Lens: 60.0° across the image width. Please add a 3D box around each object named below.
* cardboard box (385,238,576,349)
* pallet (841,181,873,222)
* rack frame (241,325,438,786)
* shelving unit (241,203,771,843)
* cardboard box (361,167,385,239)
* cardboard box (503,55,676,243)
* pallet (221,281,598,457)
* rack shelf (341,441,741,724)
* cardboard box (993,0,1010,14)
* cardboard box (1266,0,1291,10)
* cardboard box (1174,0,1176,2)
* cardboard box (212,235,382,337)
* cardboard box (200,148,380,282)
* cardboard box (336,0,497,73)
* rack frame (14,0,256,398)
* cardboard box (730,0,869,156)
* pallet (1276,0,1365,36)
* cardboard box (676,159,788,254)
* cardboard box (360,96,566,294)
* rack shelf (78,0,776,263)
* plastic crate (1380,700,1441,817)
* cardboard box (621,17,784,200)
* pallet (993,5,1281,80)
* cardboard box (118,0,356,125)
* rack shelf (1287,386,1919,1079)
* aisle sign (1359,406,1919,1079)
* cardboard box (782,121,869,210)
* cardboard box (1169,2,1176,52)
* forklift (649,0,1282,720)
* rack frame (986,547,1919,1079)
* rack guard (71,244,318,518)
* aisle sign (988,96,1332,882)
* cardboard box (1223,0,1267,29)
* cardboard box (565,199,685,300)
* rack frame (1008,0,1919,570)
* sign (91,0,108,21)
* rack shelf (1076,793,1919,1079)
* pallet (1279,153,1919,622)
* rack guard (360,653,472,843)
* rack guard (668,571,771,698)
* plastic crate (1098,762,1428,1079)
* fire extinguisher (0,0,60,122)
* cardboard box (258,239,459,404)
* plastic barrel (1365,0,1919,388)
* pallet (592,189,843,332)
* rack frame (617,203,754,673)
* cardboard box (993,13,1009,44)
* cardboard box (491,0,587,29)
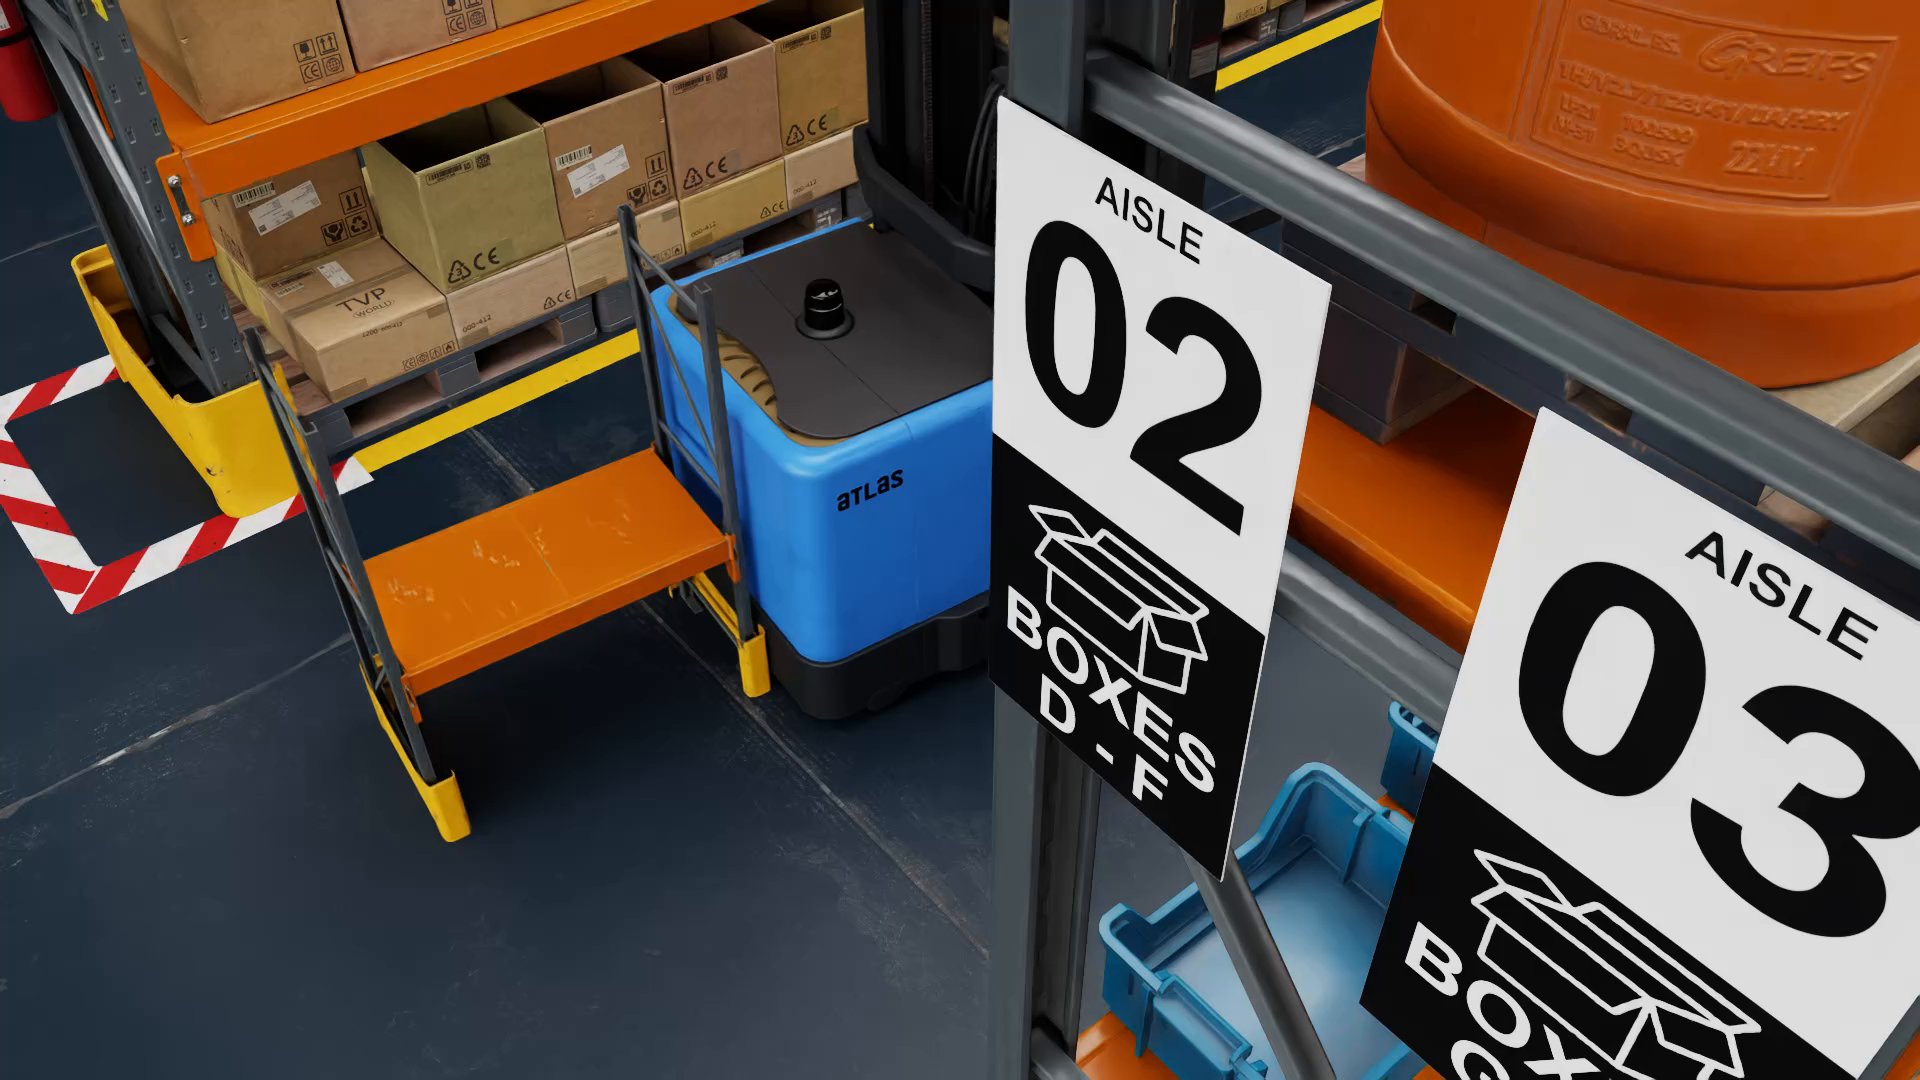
[{"bbox_3d":[-1.832,-1.036,6.364,0.500,0.250,0.500,-30,51,-28],"label":"cardboard box"},{"bbox_3d":[-0.336,-1.958,7.680,1.213,0.211,1.003,-30,51,-28],"label":"pallet"},{"bbox_3d":[-1.628,0.160,4.484,0.032,1.500,0.500,-25,49,-24],"label":"rack frame"},{"bbox_3d":[-1.199,-0.037,4.694,1.083,1.500,0.587,-25,49,-24],"label":"shelving unit"},{"bbox_3d":[-2.169,-1.312,6.658,0.500,0.250,0.500,-30,51,-28],"label":"cardboard box"},{"bbox_3d":[-1.455,-1.535,6.347,0.500,0.500,0.500,-30,51,-28],"label":"cardboard box"},{"bbox_3d":[-2.207,-0.886,6.539,1.213,0.211,1.003,-30,51,-28],"label":"pallet"},{"bbox_3d":[-1.206,0.097,4.813,1.000,0.185,0.538,-25,49,-24],"label":"rack shelf"},{"bbox_3d":[0.433,-2.787,8.228,0.500,0.250,0.500,-30,51,-28],"label":"cardboard box"},{"bbox_3d":[1.558,-2.952,8.404,0.500,0.250,0.500,-31,52,-29],"label":"cardboard box"},{"bbox_3d":[0.778,-2.708,7.734,0.500,0.311,0.500,-30,51,-28],"label":"cardboard box"},{"bbox_3d":[-2.545,-1.086,6.417,0.500,0.250,0.500,-30,51,-28],"label":"cardboard box"},{"bbox_3d":[-2.547,-1.361,6.162,0.500,0.500,0.500,-30,51,-28],"label":"cardboard box"},{"bbox_3d":[-2.001,-2.013,5.629,0.500,0.500,0.700,-28,50,-27],"label":"cardboard box"},{"bbox_3d":[-2.767,-1.545,5.204,0.127,3.000,1.000,-30,51,-28],"label":"rack frame"},{"bbox_3d":[-0.686,-1.972,6.813,0.500,0.500,0.500,-30,51,-28],"label":"cardboard box"},{"bbox_3d":[1.778,-3.168,8.969,1.213,0.211,1.003,-30,51,-28],"label":"pallet"},{"bbox_3d":[-1.061,-1.472,6.828,0.500,0.250,0.500,-30,51,-28],"label":"cardboard box"},{"bbox_3d":[-1.831,-1.308,6.106,0.500,0.500,0.500,-30,51,-28],"label":"cardboard box"},{"bbox_3d":[-1.233,-2.161,6.385,4.000,0.370,1.077,-30,51,-28],"label":"rack shelf"},{"bbox_3d":[1.102,0.453,3.185,0.408,0.251,0.499,-30,51,-28],"label":"plastic crate"},{"bbox_3d":[-1.061,-1.745,6.571,0.500,0.500,0.500,-30,51,-28],"label":"cardboard box"},{"bbox_3d":[0.841,-2.629,8.395,1.213,0.211,1.003,-30,51,-28],"label":"pallet"},{"bbox_3d":[-2.401,-1.780,5.381,0.500,0.500,0.700,-30,51,-28],"label":"cardboard box"},{"bbox_3d":[1.942,-0.652,2.587,4.000,0.370,1.077,-30,51,-28],"label":"rack shelf"},{"bbox_3d":[0.541,0.296,1.345,0.004,0.787,0.394,-30,51,-28],"label":"aisle sign"},{"bbox_3d":[-0.678,-1.692,7.062,0.500,0.250,0.500,-30,51,-28],"label":"cardboard box"},{"bbox_3d":[0.770,-2.499,7.922,0.500,0.250,0.500,-31,51,-29],"label":"cardboard box"},{"bbox_3d":[0.538,-1.315,5.009,3.031,2.935,1.130,-25,49,-24],"label":"forklift"},{"bbox_3d":[0.408,1.058,2.432,0.127,3.000,1.000,-30,51,-28],"label":"rack frame"},{"bbox_3d":[-2.785,-0.623,6.048,0.348,0.500,1.175,-30,51,-28],"label":"rack guard"},{"bbox_3d":[0.162,-0.014,1.675,0.004,0.787,0.394,-30,51,-28],"label":"aisle sign"},{"bbox_3d":[1.163,-2.723,8.160,0.500,0.250,0.500,-29,50,-27],"label":"cardboard box"},{"bbox_3d":[-1.448,-1.255,6.597,0.500,0.250,0.500,-30,51,-28],"label":"cardboard box"},{"bbox_3d":[0.408,-1.129,0.379,0.127,3.000,1.000,-30,51,-28],"label":"rack frame"},{"bbox_3d":[-2.415,-1.595,4.567,0.005,0.325,0.100,-30,51,-28],"label":"sign"},{"bbox_3d":[1.942,0.442,3.614,4.000,0.370,1.077,-30,51,-28],"label":"rack shelf"},{"bbox_3d":[1.106,-0.279,1.802,1.213,0.211,1.003,-30,51,-28],"label":"pallet"},{"bbox_3d":[-1.612,0.608,4.920,0.087,0.250,0.587,-25,49,-24],"label":"rack guard"},{"bbox_3d":[-0.785,0.229,5.324,0.087,0.250,0.587,-25,49,-24],"label":"rack guard"},{"bbox_3d":[0.600,0.735,2.885,0.616,0.251,0.499,-30,51,-28],"label":"plastic crate"},{"bbox_3d":[-3.156,-1.709,5.435,0.183,0.674,0.296,-30,51,-28],"label":"fire extinguisher"},{"bbox_3d":[-2.213,-0.814,6.128,0.500,0.250,0.500,-30,51,-28],"label":"cardboard box"},{"bbox_3d":[0.699,-0.625,1.413,0.708,0.830,0.600,-30,51,-28],"label":"plastic barrel"},{"bbox_3d":[-1.272,-1.419,7.107,1.213,0.211,1.003,-30,51,-28],"label":"pallet"},{"bbox_3d":[-0.784,-0.228,4.897,0.032,1.500,0.500,-25,49,-24],"label":"rack frame"},{"bbox_3d":[0.086,-2.134,7.533,0.500,0.250,0.500,-30,51,-28],"label":"cardboard box"},{"bbox_3d":[-1.616,-2.228,5.858,0.500,0.500,0.700,-29,51,-28],"label":"cardboard box"}]
